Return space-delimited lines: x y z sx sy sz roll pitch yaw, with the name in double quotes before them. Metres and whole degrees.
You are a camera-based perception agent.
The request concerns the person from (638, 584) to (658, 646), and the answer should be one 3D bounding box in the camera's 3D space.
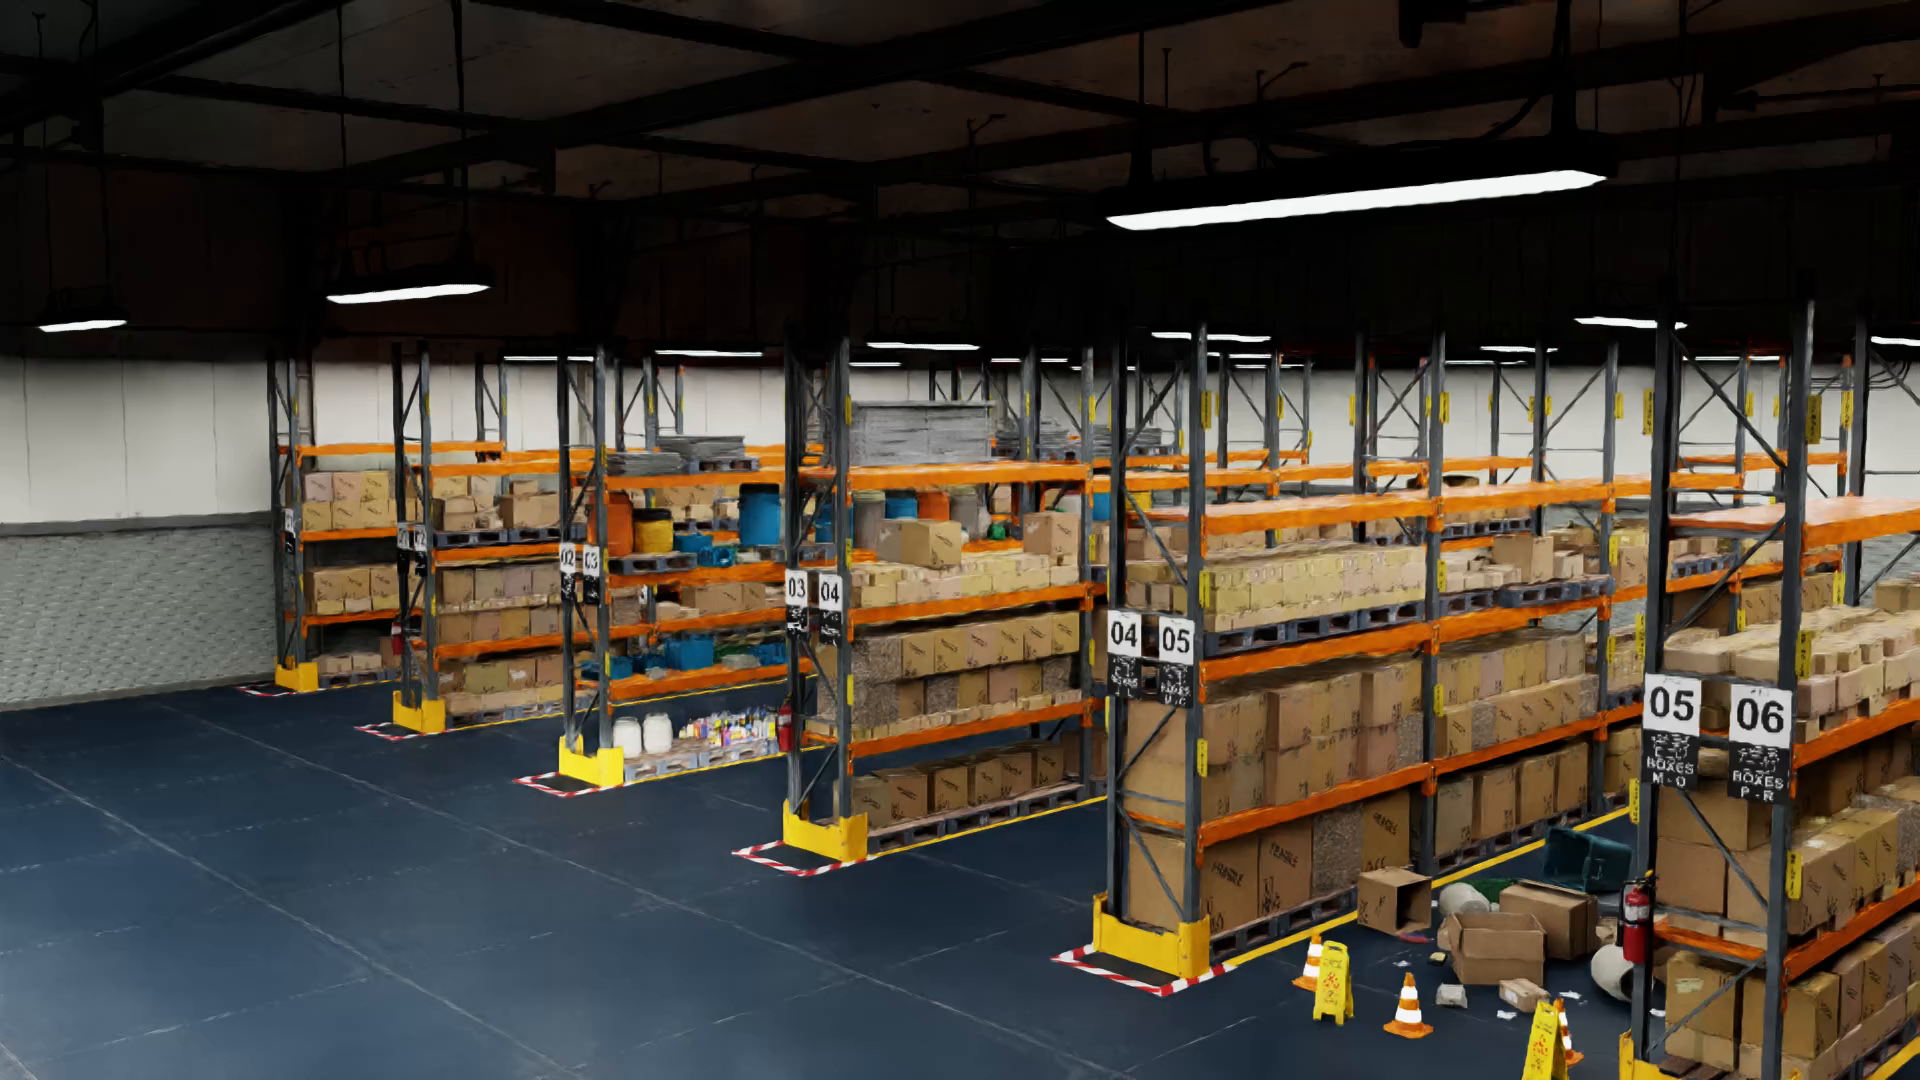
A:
"person" -6.212 1.489 32.450 0.531 1.707 1.037 4 6 37
